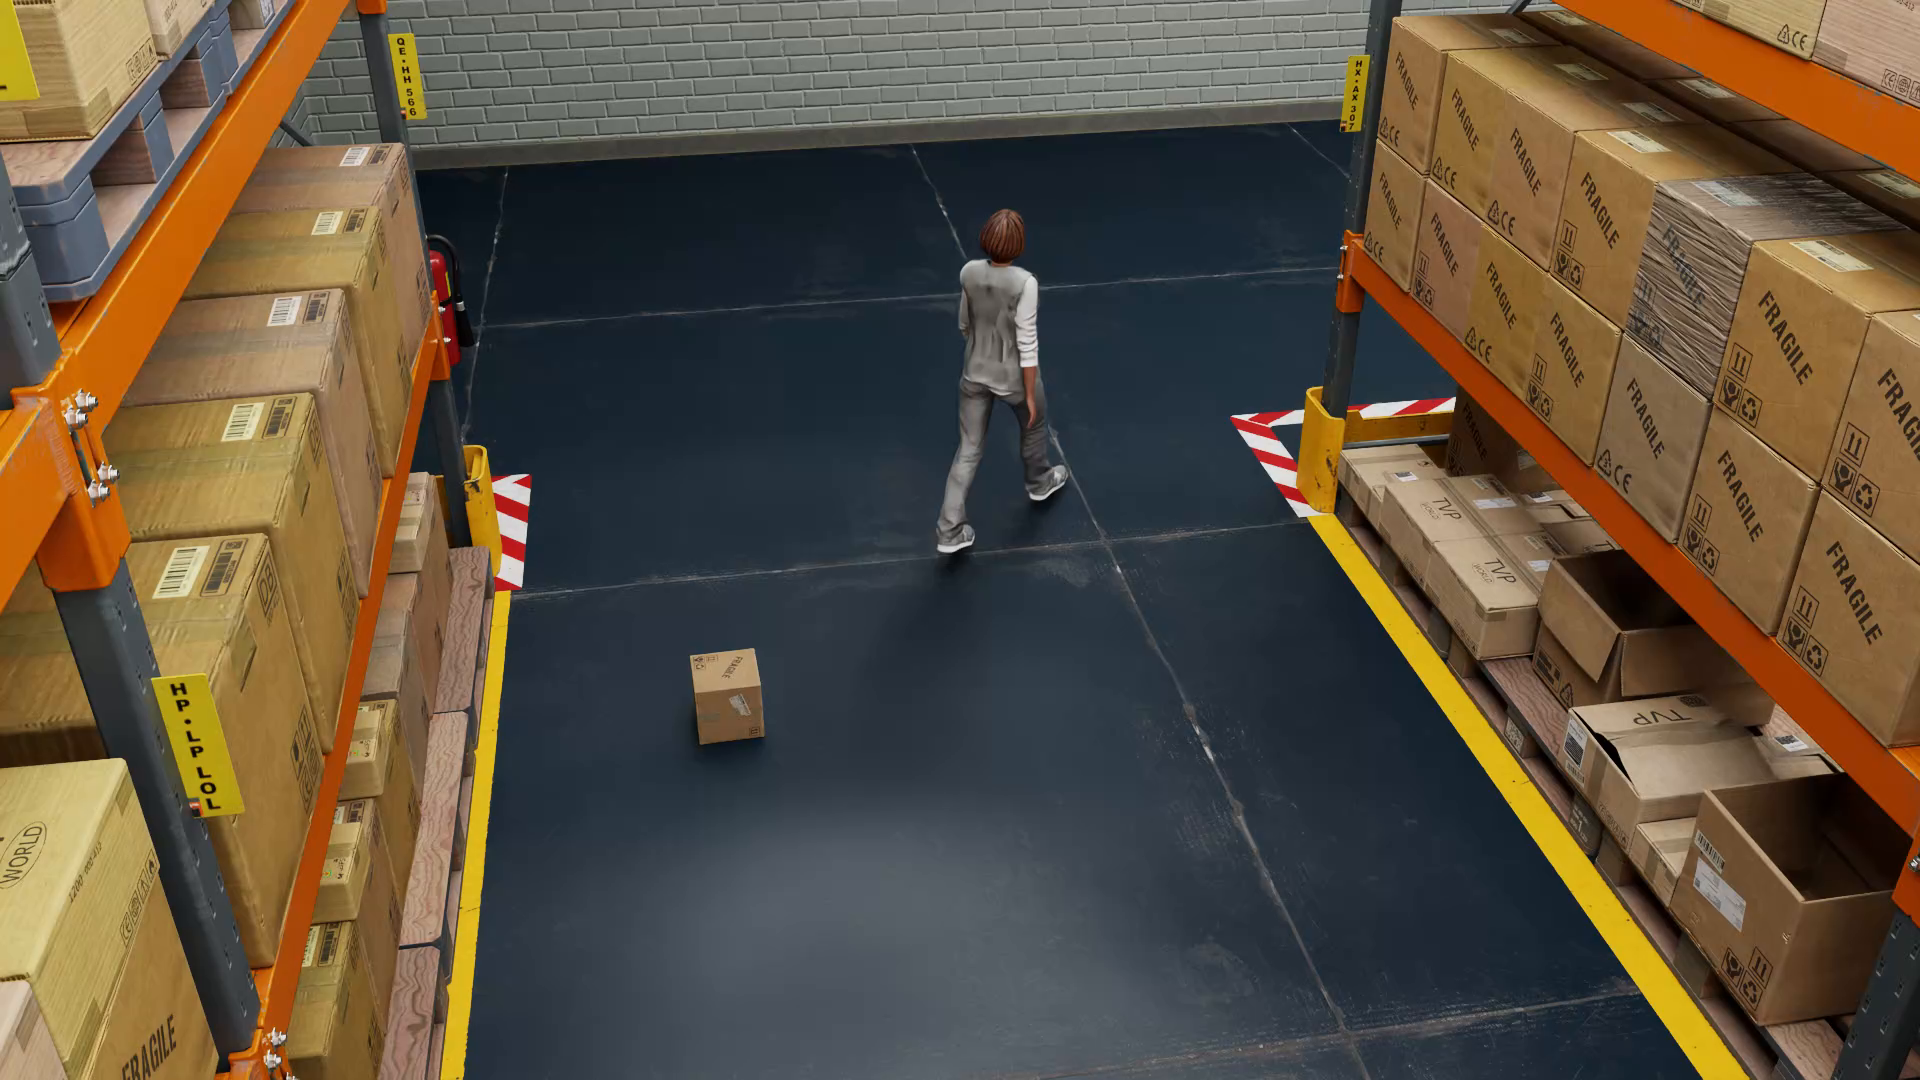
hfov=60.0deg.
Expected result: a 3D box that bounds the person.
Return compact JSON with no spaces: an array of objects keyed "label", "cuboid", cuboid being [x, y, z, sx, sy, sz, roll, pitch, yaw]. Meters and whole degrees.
[{"label":"person","cuboid":[0.188,-0.750,7.378,0.446,1.532,0.993,13,33,20]}]
